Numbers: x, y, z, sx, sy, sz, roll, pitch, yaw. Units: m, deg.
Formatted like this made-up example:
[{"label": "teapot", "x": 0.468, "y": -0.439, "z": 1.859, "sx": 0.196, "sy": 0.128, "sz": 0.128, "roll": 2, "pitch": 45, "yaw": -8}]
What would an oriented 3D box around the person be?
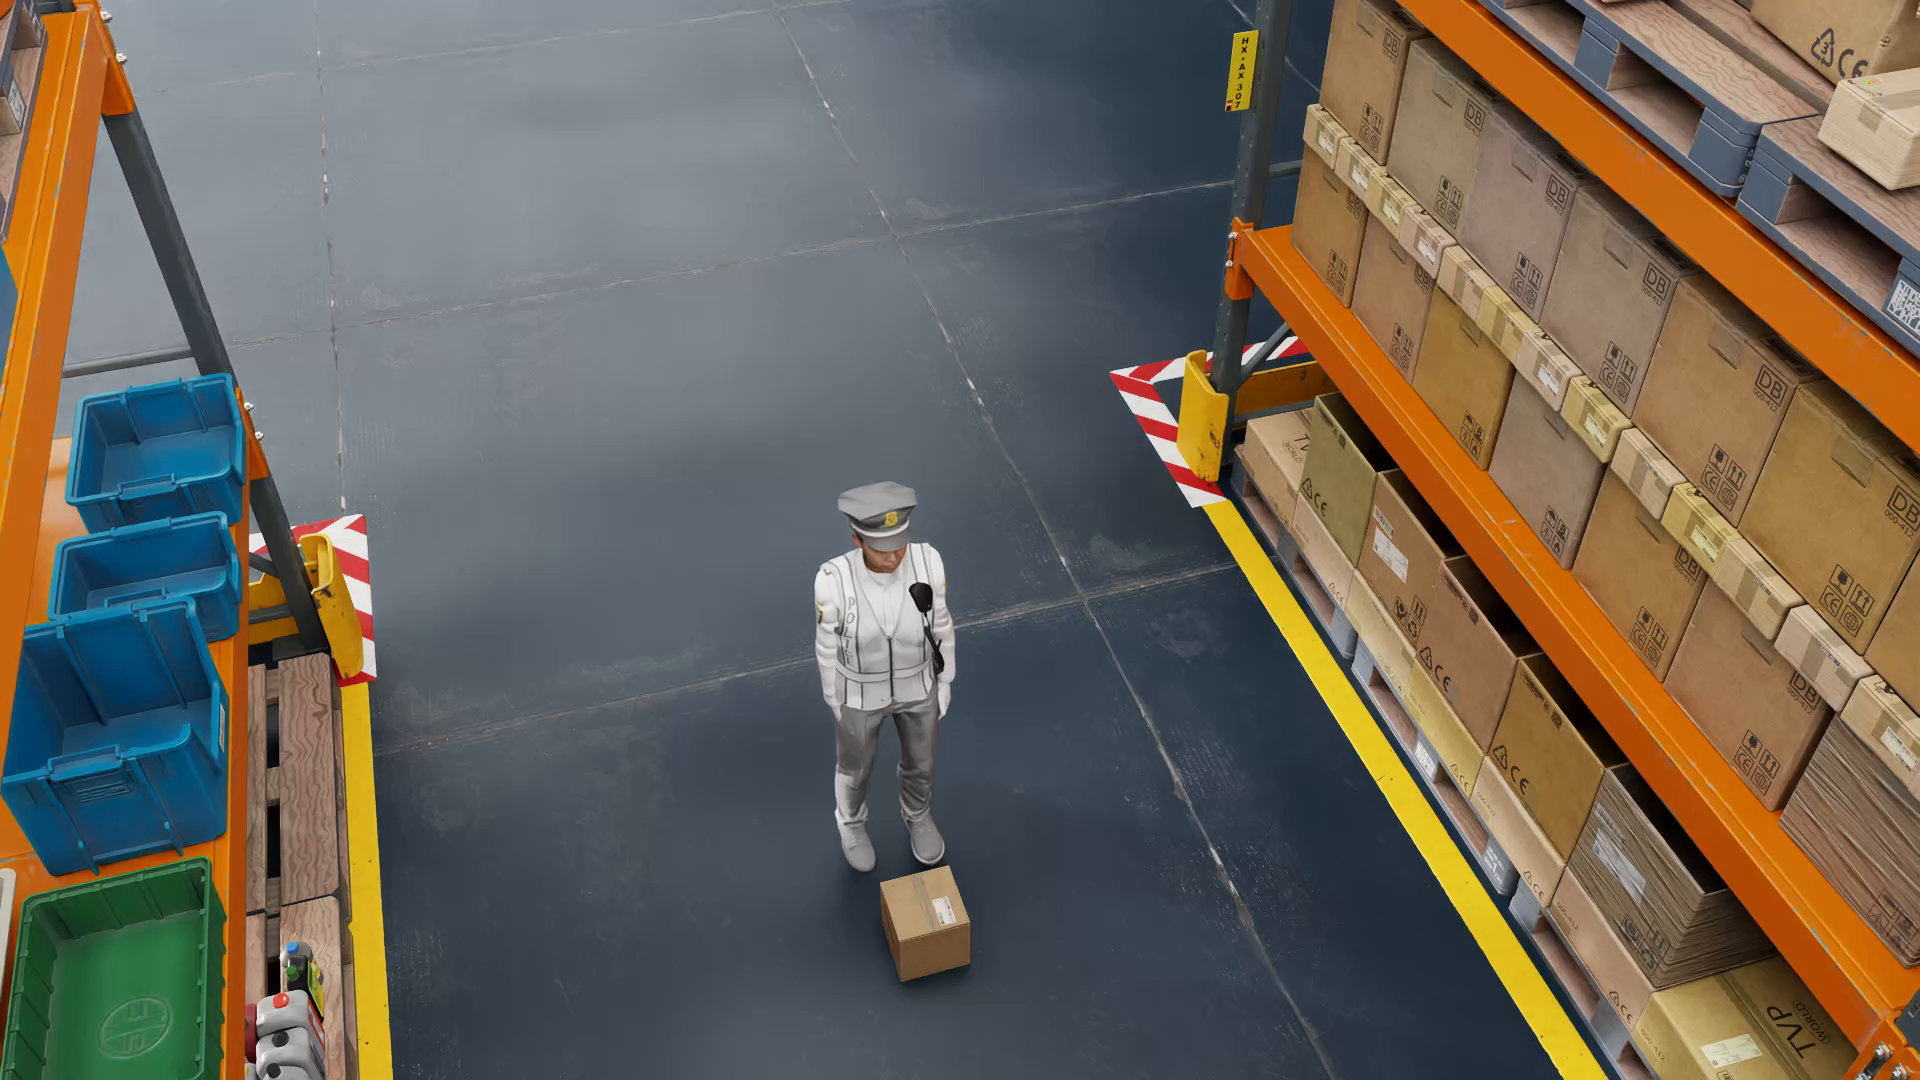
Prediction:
[{"label": "person", "x": -0.239, "y": 0.500, "z": 5.618, "sx": 0.465, "sy": 1.701, "sz": 0.343, "roll": -11, "pitch": 44, "yaw": -12}]
